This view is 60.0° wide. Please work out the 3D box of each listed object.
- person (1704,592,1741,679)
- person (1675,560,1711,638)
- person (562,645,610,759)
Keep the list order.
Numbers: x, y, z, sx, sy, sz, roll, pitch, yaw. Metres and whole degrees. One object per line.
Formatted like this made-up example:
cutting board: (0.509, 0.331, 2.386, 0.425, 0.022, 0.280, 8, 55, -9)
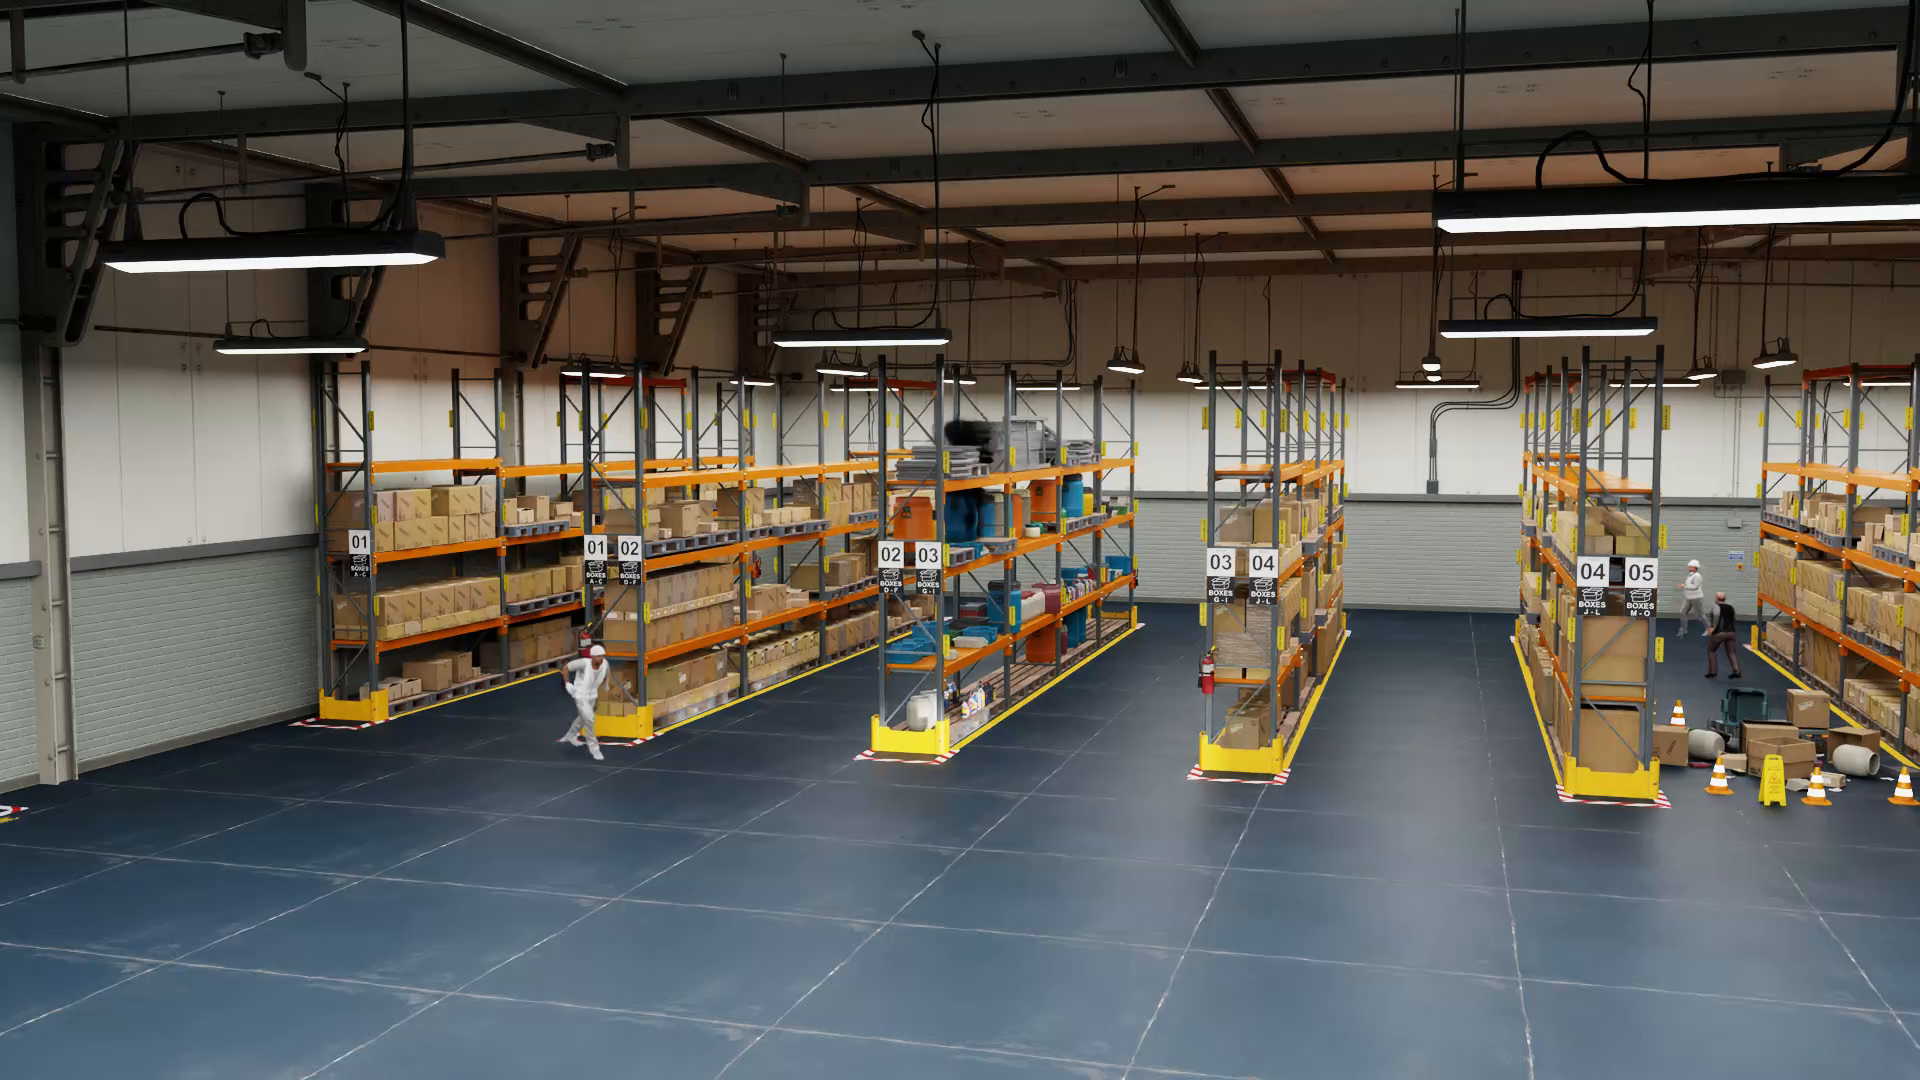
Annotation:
person: (14.740, 1.867, 32.108, 0.651, 1.696, 0.975, 0, 4, -6)
person: (16.921, 1.374, 38.297, 0.861, 1.827, 0.634, 0, 4, 2)
person: (-5.632, 2.402, 24.902, 0.734, 1.737, 1.012, -4, 6, -44)
